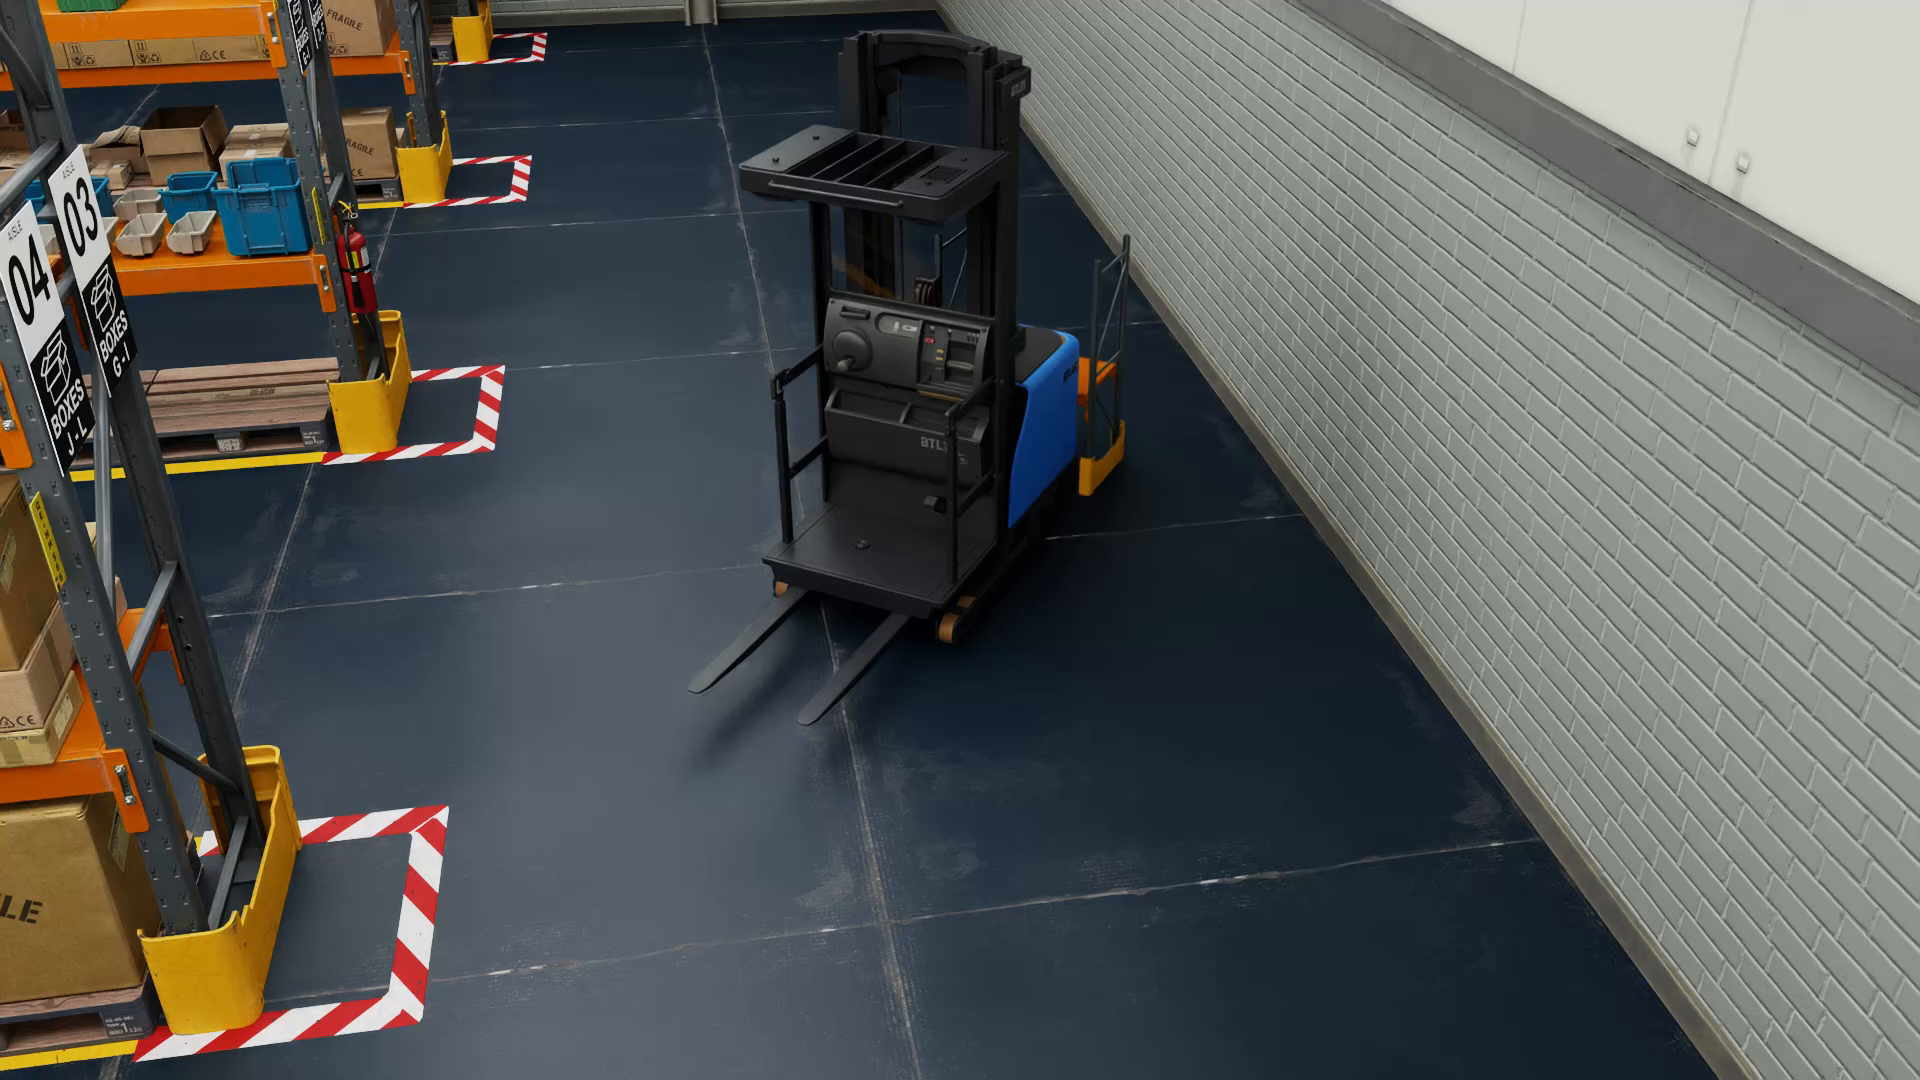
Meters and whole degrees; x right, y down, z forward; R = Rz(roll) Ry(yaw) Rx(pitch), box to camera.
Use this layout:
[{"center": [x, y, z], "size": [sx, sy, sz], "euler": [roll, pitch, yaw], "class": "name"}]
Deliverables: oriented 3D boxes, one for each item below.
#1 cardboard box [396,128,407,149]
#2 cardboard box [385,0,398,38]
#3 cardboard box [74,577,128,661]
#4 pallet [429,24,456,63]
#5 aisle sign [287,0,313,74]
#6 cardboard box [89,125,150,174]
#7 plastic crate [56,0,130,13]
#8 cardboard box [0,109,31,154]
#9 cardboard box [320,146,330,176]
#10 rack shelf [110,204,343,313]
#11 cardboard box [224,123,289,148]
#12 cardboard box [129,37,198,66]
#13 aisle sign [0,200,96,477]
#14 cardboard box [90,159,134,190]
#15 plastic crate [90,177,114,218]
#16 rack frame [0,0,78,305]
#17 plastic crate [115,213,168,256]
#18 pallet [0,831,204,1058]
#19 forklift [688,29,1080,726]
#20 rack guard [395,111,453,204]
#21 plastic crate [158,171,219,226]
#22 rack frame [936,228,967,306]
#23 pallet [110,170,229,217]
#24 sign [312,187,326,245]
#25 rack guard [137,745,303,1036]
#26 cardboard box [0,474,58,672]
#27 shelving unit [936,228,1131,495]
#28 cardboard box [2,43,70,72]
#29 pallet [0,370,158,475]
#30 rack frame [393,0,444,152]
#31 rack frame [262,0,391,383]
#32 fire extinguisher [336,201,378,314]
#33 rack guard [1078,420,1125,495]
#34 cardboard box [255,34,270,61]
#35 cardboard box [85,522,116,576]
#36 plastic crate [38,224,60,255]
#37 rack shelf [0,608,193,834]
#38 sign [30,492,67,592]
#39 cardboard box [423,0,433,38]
[{"center": [-5.299, -3.697, 15.457], "size": [0.250, 0.149, 0.380], "euler": [-5, 31, -9], "class": "cardboard box"}, {"center": [-5.309, -4.737, 14.749], "size": [0.500, 0.500, 0.500], "euler": [-5, 31, -8], "class": "cardboard box"}, {"center": [-3.453, 0.312, 6.507], "size": [0.250, 0.149, 0.380], "euler": [-5, 31, -8], "class": "cardboard box"}, {"center": [-6.494, -5.759, 19.335], "size": [1.213, 0.211, 1.003], "euler": [-5, 31, -9], "class": "pallet"}, {"center": [-3.813, -3.114, 9.522], "size": [0.004, 0.787, 0.394], "euler": [-5, 31, -9], "class": "aisle sign"}, {"center": [-7.513, -3.531, 15.014], "size": [0.500, 0.311, 0.500], "euler": [-5, 31, -9], "class": "cardboard box"}, {"center": [-4.856, -3.102, 9.317], "size": [0.336, 0.188, 0.450], "euler": [-5, 31, -9], "class": "plastic crate"}, {"center": [-8.251, -3.544, 14.849], "size": [0.500, 0.500, 0.500], "euler": [-5, 31, -9], "class": "cardboard box"}, {"center": [-5.730, -3.407, 14.946], "size": [0.250, 0.166, 0.380], "euler": [-5, 31, -9], "class": "cardboard box"}, {"center": [-5.904, -1.640, 10.290], "size": [4.000, 0.370, 1.077], "euler": [-5, 31, -9], "class": "rack shelf"}, {"center": [-6.395, -3.608, 15.205], "size": [0.500, 0.250, 0.500], "euler": [-5, 31, -9], "class": "cardboard box"}, {"center": [-6.714, -4.332, 14.059], "size": [0.500, 0.500, 0.500], "euler": [-6, 31, -10], "class": "cardboard box"}, {"center": [-2.920, -0.641, 5.317], "size": [0.004, 0.787, 0.394], "euler": [-5, 31, -9], "class": "aisle sign"}, {"center": [-7.459, -3.221, 14.629], "size": [0.250, 0.166, 0.380], "euler": [-5, 31, -9], "class": "cardboard box"}, {"center": [-5.534, -2.108, 10.482], "size": [0.300, 0.233, 0.416], "euler": [-5, 31, -9], "class": "plastic crate"}, {"center": [-3.045, -2.250, 4.698], "size": [0.127, 3.000, 1.000], "euler": [-5, 31, -9], "class": "rack frame"}, {"center": [-4.994, -1.861, 10.157], "size": [0.243, 0.136, 0.396], "euler": [-5, 31, -9], "class": "plastic crate"}, {"center": [-3.817, 1.650, 6.735], "size": [1.213, 0.211, 1.003], "euler": [-5, 31, -9], "class": "pallet"}, {"center": [-0.374, -0.963, 8.497], "size": [1.130, 2.935, 3.031], "euler": [13, 33, 22], "class": "forklift"}, {"center": [-4.900, -3.519, 15.241], "size": [0.348, 0.500, 1.175], "euler": [-5, 31, -9], "class": "rack guard"}, {"center": [-4.887, -2.168, 10.584], "size": [0.300, 0.233, 0.416], "euler": [-5, 31, -9], "class": "plastic crate"}, {"center": [-0.023, -1.286, 10.457], "size": [0.032, 1.500, 0.500], "euler": [14, 33, 22], "class": "rack frame"}, {"center": [-6.882, -3.211, 15.003], "size": [1.213, 0.211, 1.003], "euler": [-5, 31, -9], "class": "pallet"}, {"center": [-3.822, -1.931, 9.913], "size": [0.005, 0.325, 0.100], "euler": [-5, 31, -9], "class": "sign"}, {"center": [-3.021, 1.412, 6.856], "size": [0.348, 0.500, 1.175], "euler": [-5, 31, -9], "class": "rack guard"}, {"center": [-3.477, 0.125, 5.693], "size": [0.500, 0.500, 0.500], "euler": [-5, 31, -8], "class": "cardboard box"}, {"center": [0.442, -1.171, 10.260], "size": [1.083, 1.500, 0.587], "euler": [14, 33, 22], "class": "shelving unit"}, {"center": [-7.707, -4.240, 13.903], "size": [0.500, 0.500, 0.500], "euler": [-5, 31, -8], "class": "cardboard box"}, {"center": [-5.953, -0.766, 10.844], "size": [1.213, 0.211, 1.003], "euler": [-5, 31, -9], "class": "pallet"}, {"center": [-4.825, -4.603, 14.619], "size": [0.127, 3.000, 1.000], "euler": [-5, 31, -9], "class": "rack frame"}, {"center": [-3.937, -2.133, 10.419], "size": [0.127, 3.000, 1.000], "euler": [-5, 31, -9], "class": "rack frame"}, {"center": [-3.707, -1.726, 10.171], "size": [0.183, 0.674, 0.296], "euler": [-5, 31, -9], "class": "fire extinguisher"}, {"center": [0.888, -0.520, 10.387], "size": [0.087, 0.250, 0.587], "euler": [14, 33, 22], "class": "rack guard"}, {"center": [-5.727, -4.421, 14.210], "size": [0.500, 0.500, 0.500], "euler": [-5, 31, -8], "class": "cardboard box"}, {"center": [-3.566, 0.182, 6.336], "size": [0.500, 0.250, 0.500], "euler": [-6, 31, -10], "class": "cardboard box"}, {"center": [-5.552, -1.788, 10.032], "size": [0.250, 0.136, 0.298], "euler": [-5, 31, -9], "class": "plastic crate"}, {"center": [-5.012, 0.829, 6.091], "size": [4.000, 0.370, 1.077], "euler": [-5, 31, -9], "class": "rack shelf"}, {"center": [-2.961, 0.007, 5.403], "size": [0.005, 0.325, 0.100], "euler": [-5, 31, -9], "class": "sign"}, {"center": [-6.392, -6.062, 19.153], "size": [0.500, 0.500, 0.700], "euler": [-5, 31, -9], "class": "cardboard box"}]
